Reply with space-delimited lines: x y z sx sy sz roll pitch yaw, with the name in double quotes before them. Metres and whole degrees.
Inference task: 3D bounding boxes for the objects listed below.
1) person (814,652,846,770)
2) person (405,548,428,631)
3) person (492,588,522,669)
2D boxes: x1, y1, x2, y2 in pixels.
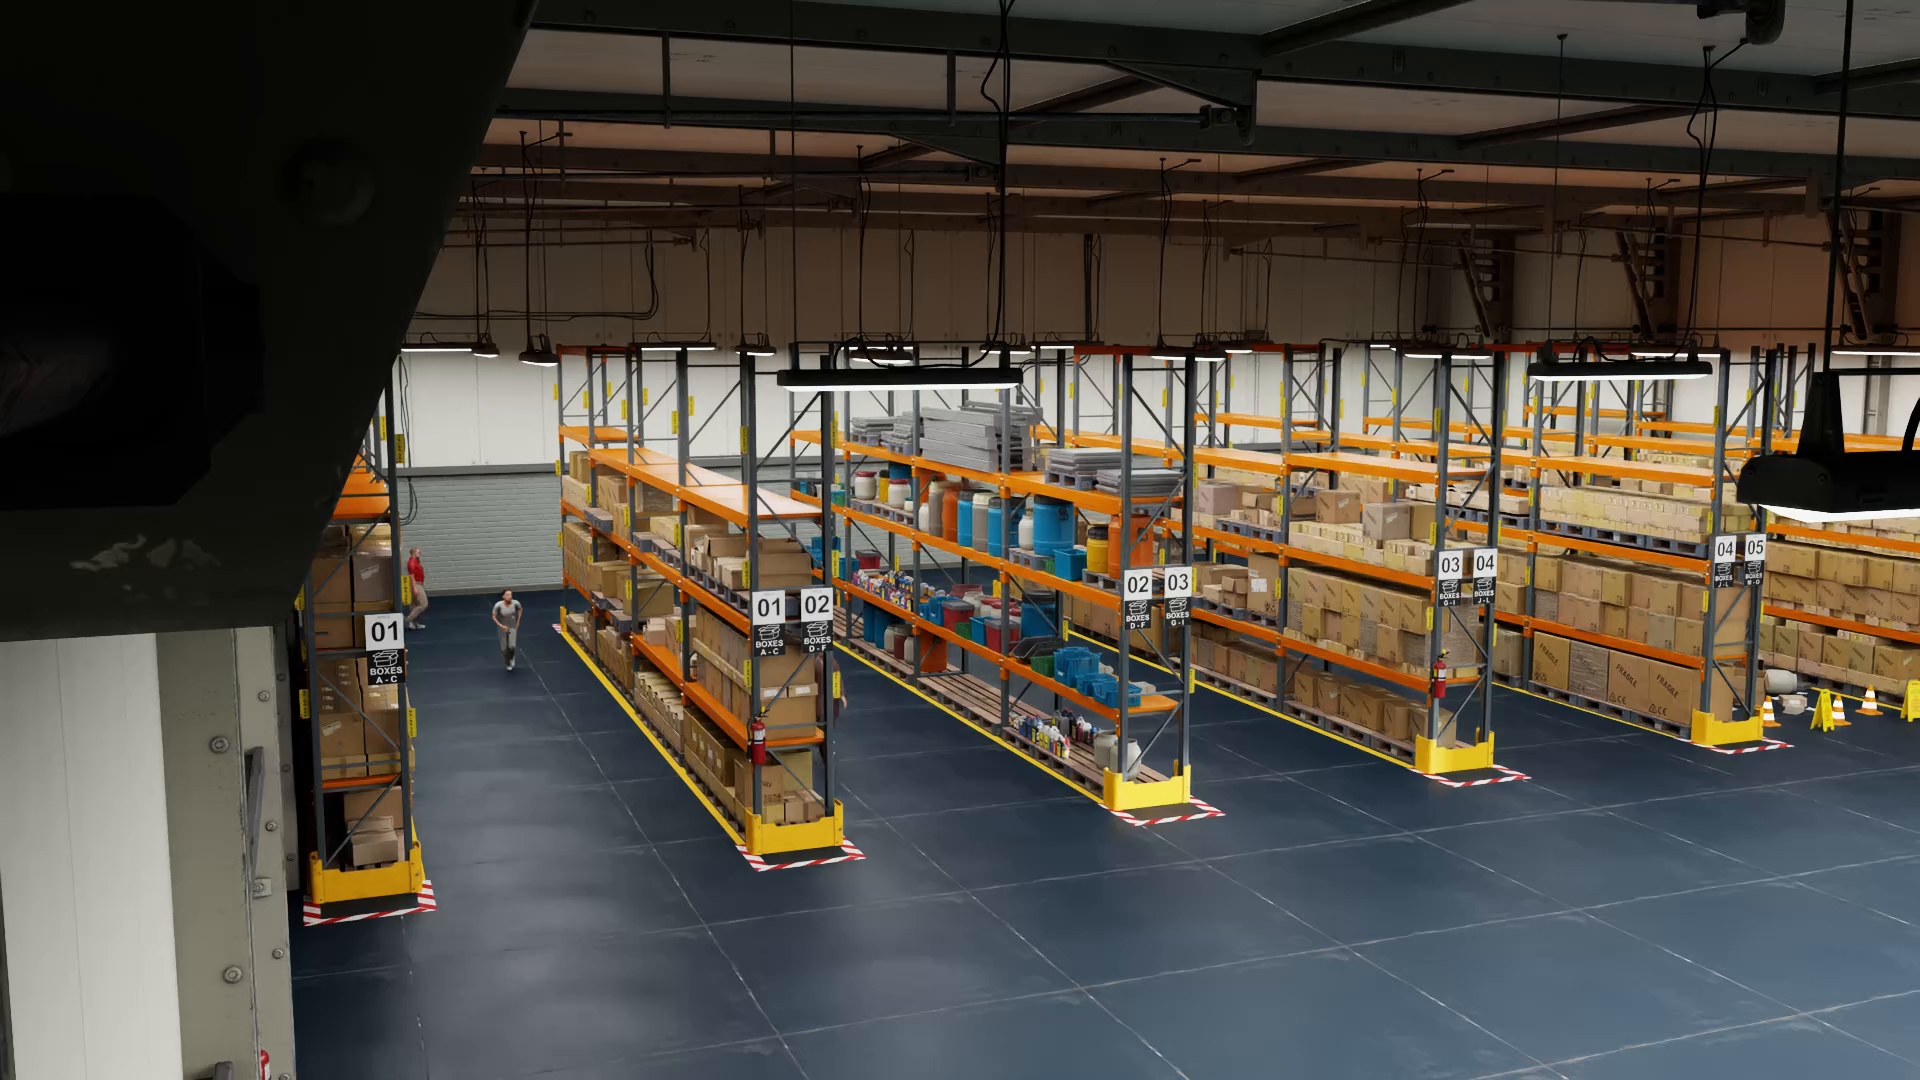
"person" -1.911 2.396 24.245 0.620 1.794 0.779 -5 9 -34
"person" -11.484 1.023 34.984 0.474 1.728 0.567 -4 8 -27
"person" -8.371 1.649 30.786 0.539 1.576 0.701 -2 7 -12
